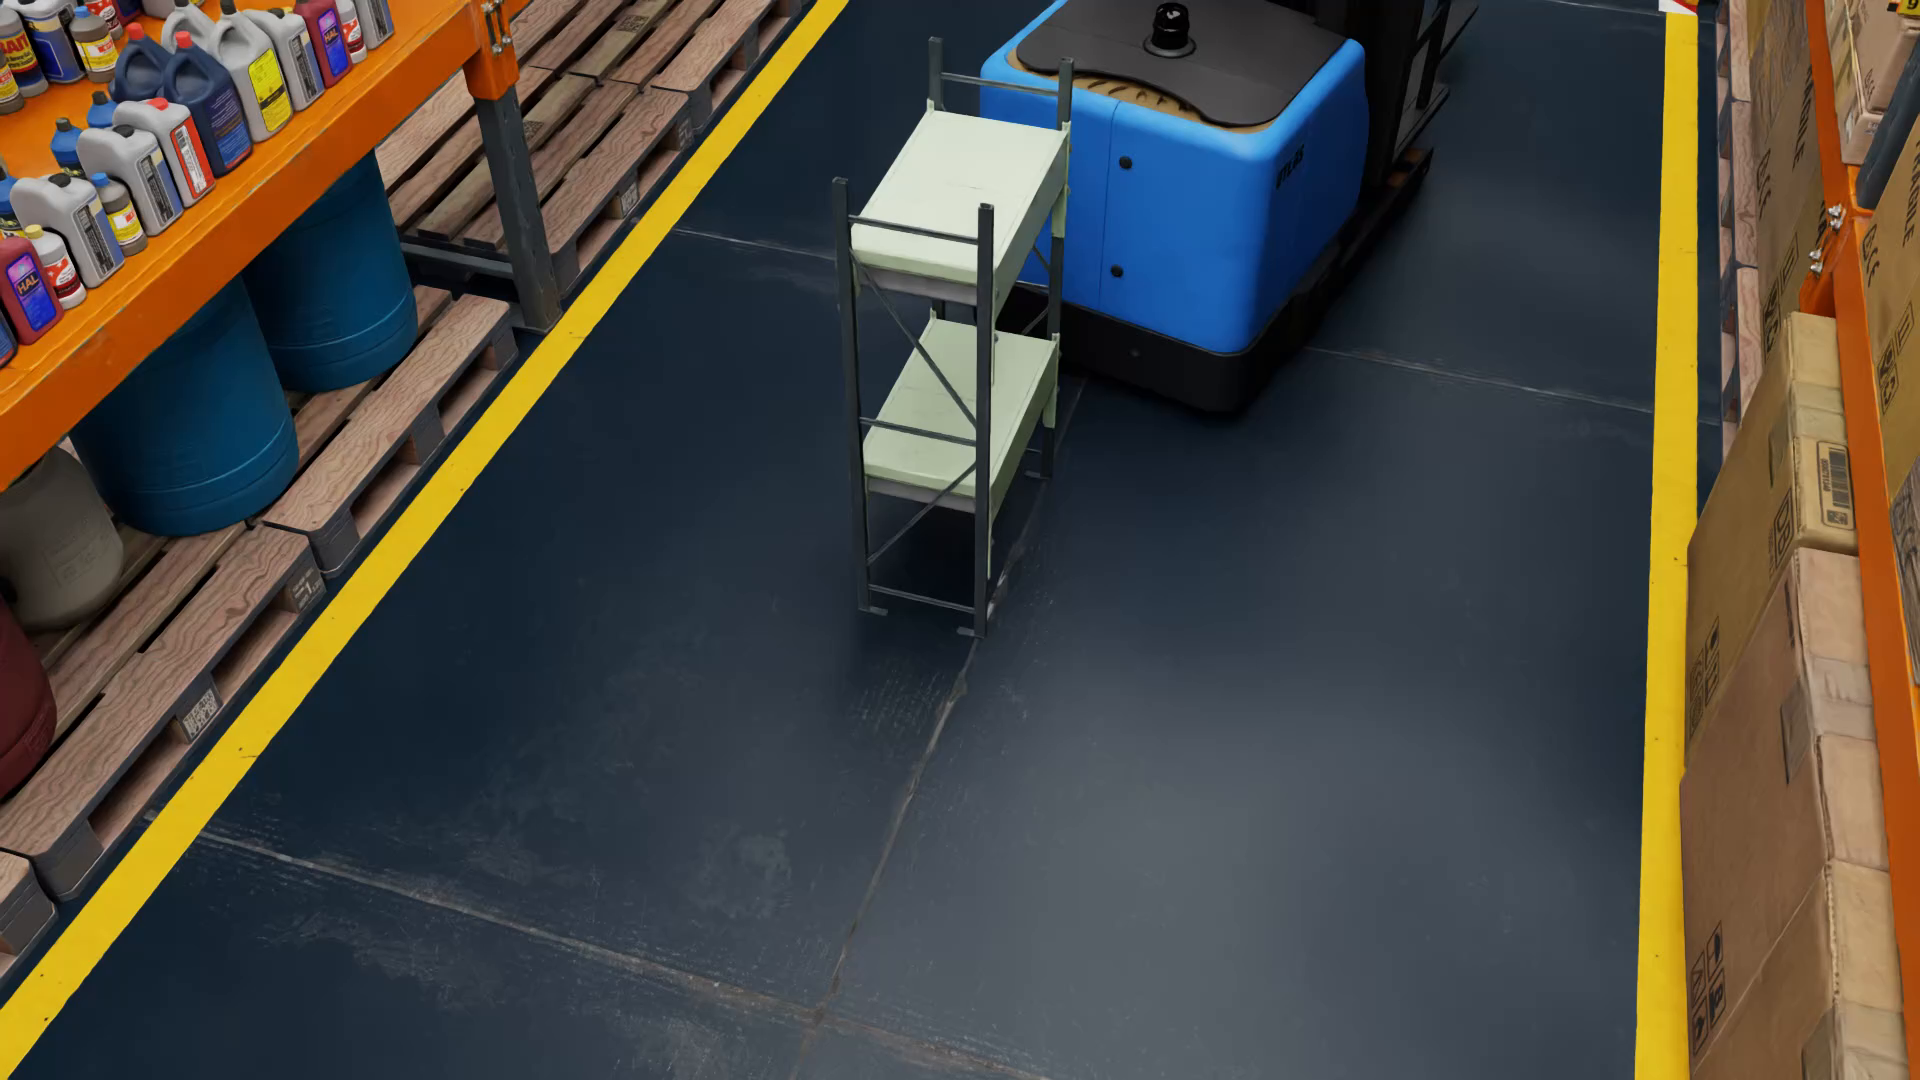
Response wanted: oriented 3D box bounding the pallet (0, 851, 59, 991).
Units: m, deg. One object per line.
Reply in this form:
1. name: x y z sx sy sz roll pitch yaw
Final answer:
1. pallet: -2.959 1.172 3.902 1.003 0.211 1.213 13 46 13

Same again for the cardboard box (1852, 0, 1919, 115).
1. cardboard box: 2.658 -1.310 4.339 0.500 0.250 0.500 12 46 12

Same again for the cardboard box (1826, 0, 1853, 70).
1. cardboard box: 2.710 -1.433 4.750 0.380 0.149 0.250 12 46 12

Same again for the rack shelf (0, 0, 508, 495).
1. rack shelf: -2.552 -0.367 3.994 1.077 0.370 4.000 13 46 13

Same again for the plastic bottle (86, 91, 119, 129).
1. plastic bottle: -2.145 -1.014 4.234 0.097 0.271 0.097 0 44 0

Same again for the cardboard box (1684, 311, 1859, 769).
1. cardboard box: 2.599 0.132 4.189 1.225 0.875 0.875 13 46 13

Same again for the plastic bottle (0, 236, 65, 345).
1. plastic bottle: -2.159 -0.596 3.798 0.061 0.283 0.133 13 46 13

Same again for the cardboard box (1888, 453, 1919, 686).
1. cardboard box: 2.093 -0.021 3.055 0.500 0.500 0.500 12 46 12

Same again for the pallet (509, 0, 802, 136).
1. pallet: -1.393 -2.274 7.423 1.003 0.211 1.213 13 46 13

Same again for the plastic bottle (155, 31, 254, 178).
1. plastic bottle: -1.969 -1.134 4.299 0.144 0.351 0.185 13 46 13

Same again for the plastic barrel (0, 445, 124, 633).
1. plastic barrel: -2.598 -0.029 4.614 0.421 0.512 0.421 0 44 0

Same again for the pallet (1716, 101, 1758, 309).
1. pallet: 3.447 -1.217 6.343 1.003 0.211 1.213 13 46 12

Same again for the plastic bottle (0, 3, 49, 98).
1. plastic bottle: -2.622 -1.368 4.595 0.097 0.271 0.097 0 44 0

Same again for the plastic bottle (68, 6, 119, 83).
1. plastic bottle: -2.436 -1.400 4.678 0.097 0.201 0.097 0 44 0

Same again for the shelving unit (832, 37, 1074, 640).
1. shelving unit: -0.002 -0.532 4.721 0.431 1.500 0.755 13 46 12

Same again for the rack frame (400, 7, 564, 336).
1. rack frame: -1.946 -1.957 5.105 1.000 3.000 0.127 13 46 13

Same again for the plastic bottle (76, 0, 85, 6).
1. plastic bottle: -2.551 -1.522 4.753 0.097 0.271 0.097 0 44 0

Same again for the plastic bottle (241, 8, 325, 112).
1. plastic bottle: -1.868 -1.338 4.561 0.152 0.276 0.135 13 46 13

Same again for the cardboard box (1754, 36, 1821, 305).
1. cardboard box: 3.323 -1.321 5.675 0.875 0.875 0.875 13 46 13

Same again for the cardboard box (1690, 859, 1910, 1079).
1. cardboard box: 2.069 1.320 2.976 1.225 0.875 0.875 13 46 13

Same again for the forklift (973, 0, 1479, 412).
1. forklift: 1.236 -2.494 5.703 1.130 2.935 3.031 23 49 21

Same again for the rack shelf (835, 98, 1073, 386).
1. rack shelf: -0.002 -0.811 4.448 0.431 0.370 0.720 13 46 12

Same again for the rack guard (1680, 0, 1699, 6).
1. rack guard: 3.993 -2.697 7.648 1.175 0.500 0.348 13 46 13

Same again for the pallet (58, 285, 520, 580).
1. pallet: -2.220 -0.455 5.564 1.003 0.211 1.213 13 46 13

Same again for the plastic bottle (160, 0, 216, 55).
1. plastic bottle: -2.050 -1.288 4.457 0.144 0.351 0.185 13 46 13

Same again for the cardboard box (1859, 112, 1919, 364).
1. cardboard box: 2.397 -0.690 3.739 0.500 0.500 0.500 13 46 13

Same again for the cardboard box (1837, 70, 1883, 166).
1. cardboard box: 2.554 -1.091 4.399 0.380 0.149 0.250 13 46 13

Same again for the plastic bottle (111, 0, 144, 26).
1. plastic bottle: -2.504 -1.672 4.898 0.061 0.283 0.133 13 46 13

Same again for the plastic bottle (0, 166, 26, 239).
1. plastic bottle: -2.256 -0.770 3.984 0.097 0.271 0.097 0 44 0

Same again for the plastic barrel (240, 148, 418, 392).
1. plastic barrel: -2.127 -0.998 5.325 0.600 0.901 0.708 13 46 13

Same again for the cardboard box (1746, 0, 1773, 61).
1. cardboard box: 3.868 -2.521 6.901 0.875 0.875 0.875 13 46 13

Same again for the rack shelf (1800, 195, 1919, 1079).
1. rack shelf: 2.168 0.682 2.922 1.077 0.370 4.000 13 46 13

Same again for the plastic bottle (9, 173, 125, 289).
1. plastic bottle: -2.132 -0.757 3.968 0.152 0.276 0.135 13 46 13

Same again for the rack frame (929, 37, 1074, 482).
1. rack frame: 0.109 -0.776 4.970 0.400 1.500 0.023 13 46 12

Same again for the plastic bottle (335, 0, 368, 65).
1. plastic bottle: -1.767 -1.472 4.751 0.097 0.201 0.097 0 44 0

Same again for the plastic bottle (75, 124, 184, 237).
1. plastic bottle: -2.062 -0.912 4.126 0.152 0.276 0.135 13 46 13

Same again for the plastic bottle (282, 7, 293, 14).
1. plastic bottle: -1.865 -1.396 4.674 0.097 0.201 0.097 0 44 0
